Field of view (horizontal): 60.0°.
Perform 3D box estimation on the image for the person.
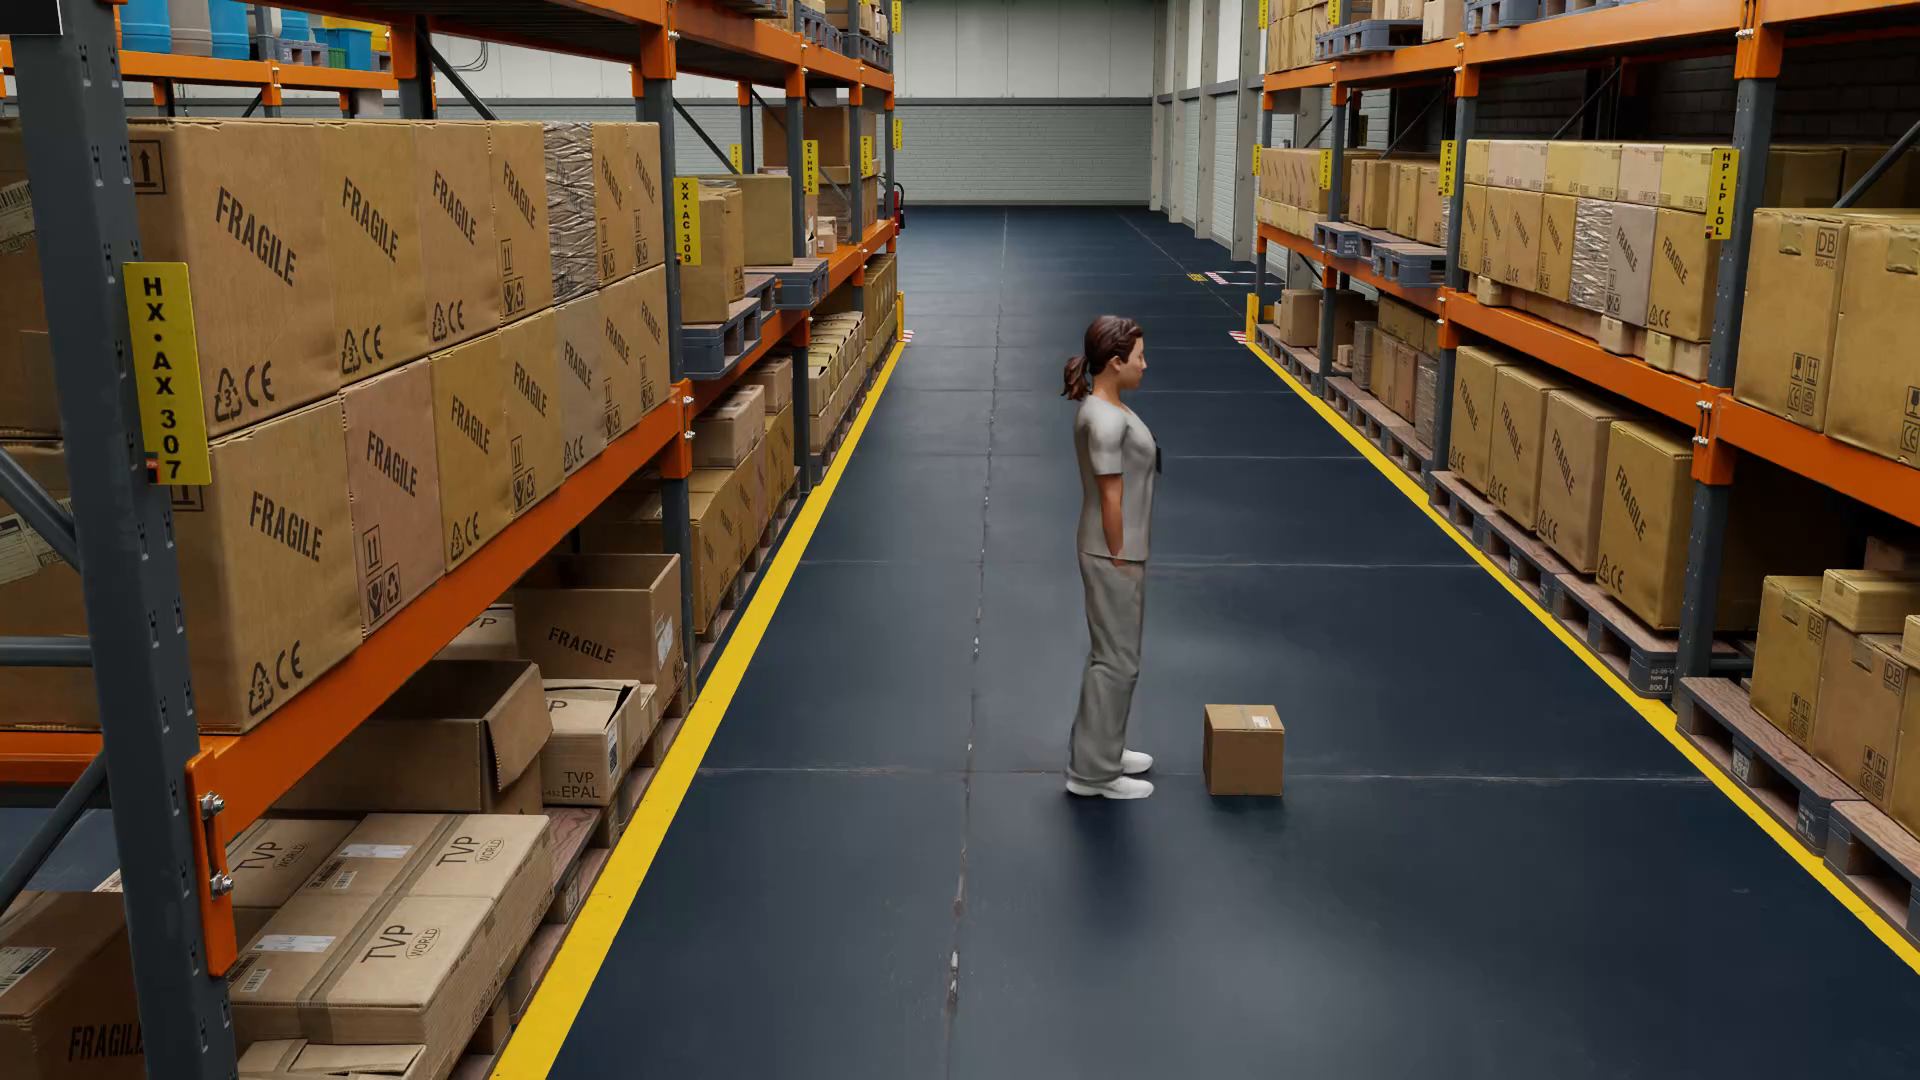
[{"bbox_3d":[0.518,0.059,5.802,0.363,1.681,0.438,1,14,3],"label":"person"}]
